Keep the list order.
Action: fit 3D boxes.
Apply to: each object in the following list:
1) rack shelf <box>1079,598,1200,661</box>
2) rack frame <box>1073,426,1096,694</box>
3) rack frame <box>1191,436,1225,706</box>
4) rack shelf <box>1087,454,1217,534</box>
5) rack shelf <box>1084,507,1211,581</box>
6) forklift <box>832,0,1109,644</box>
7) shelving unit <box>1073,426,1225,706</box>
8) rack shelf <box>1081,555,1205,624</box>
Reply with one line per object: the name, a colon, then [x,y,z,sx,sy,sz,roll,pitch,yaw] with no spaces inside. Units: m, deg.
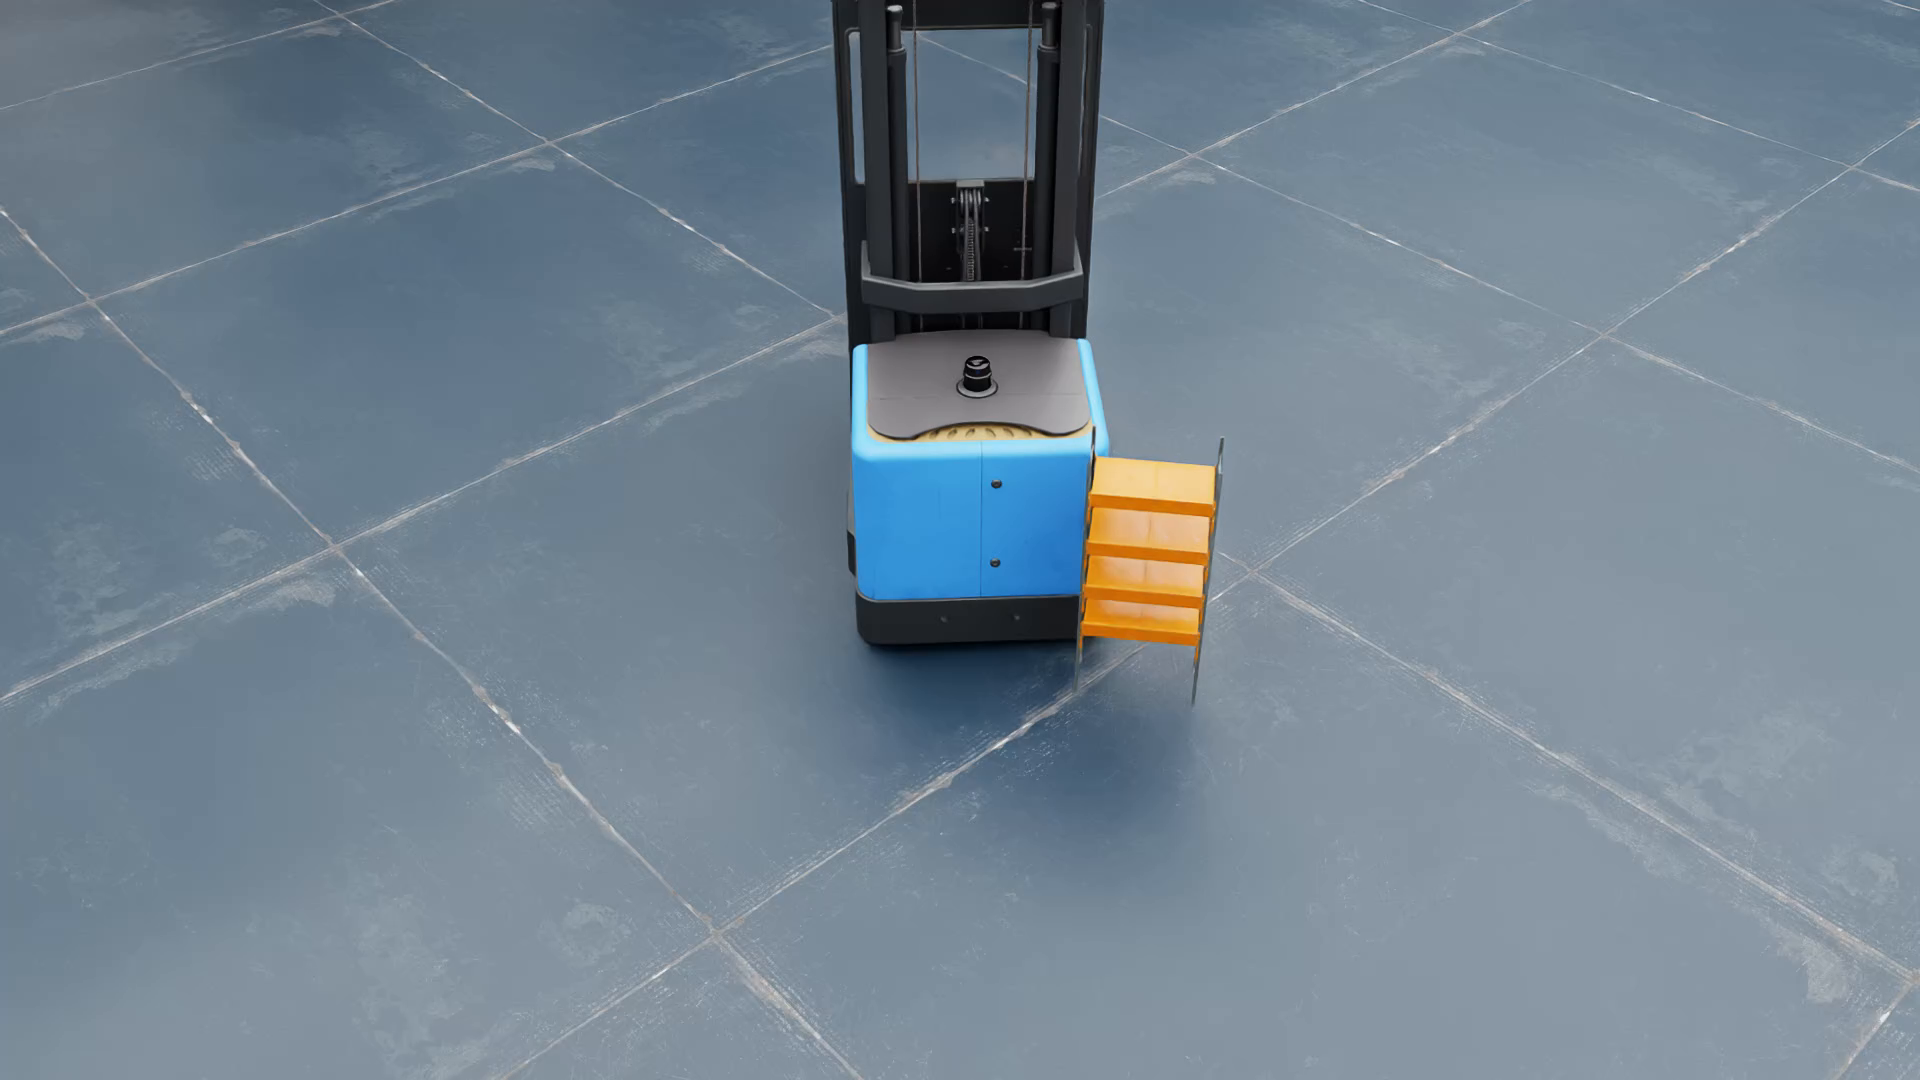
rack shelf: [0.740,0.332,6.807,0.480,0.148,0.258,5,39,6]
rack frame: [0.499,0.103,6.667,0.015,1.200,0.240,5,39,6]
rack frame: [0.982,0.148,6.612,0.015,1.200,0.240,5,39,6]
rack shelf: [0.740,-0.180,6.392,0.480,0.148,0.258,5,39,6]
rack shelf: [0.740,0.004,6.541,0.480,0.148,0.258,5,39,6]
forklift: [0.021,-1.602,7.400,1.130,2.935,3.031,-2,39,-2]
shelving unit: [0.740,0.125,6.639,0.503,1.200,0.258,5,39,6]
rack shelf: [0.740,0.178,6.682,0.480,0.148,0.258,5,39,6]
